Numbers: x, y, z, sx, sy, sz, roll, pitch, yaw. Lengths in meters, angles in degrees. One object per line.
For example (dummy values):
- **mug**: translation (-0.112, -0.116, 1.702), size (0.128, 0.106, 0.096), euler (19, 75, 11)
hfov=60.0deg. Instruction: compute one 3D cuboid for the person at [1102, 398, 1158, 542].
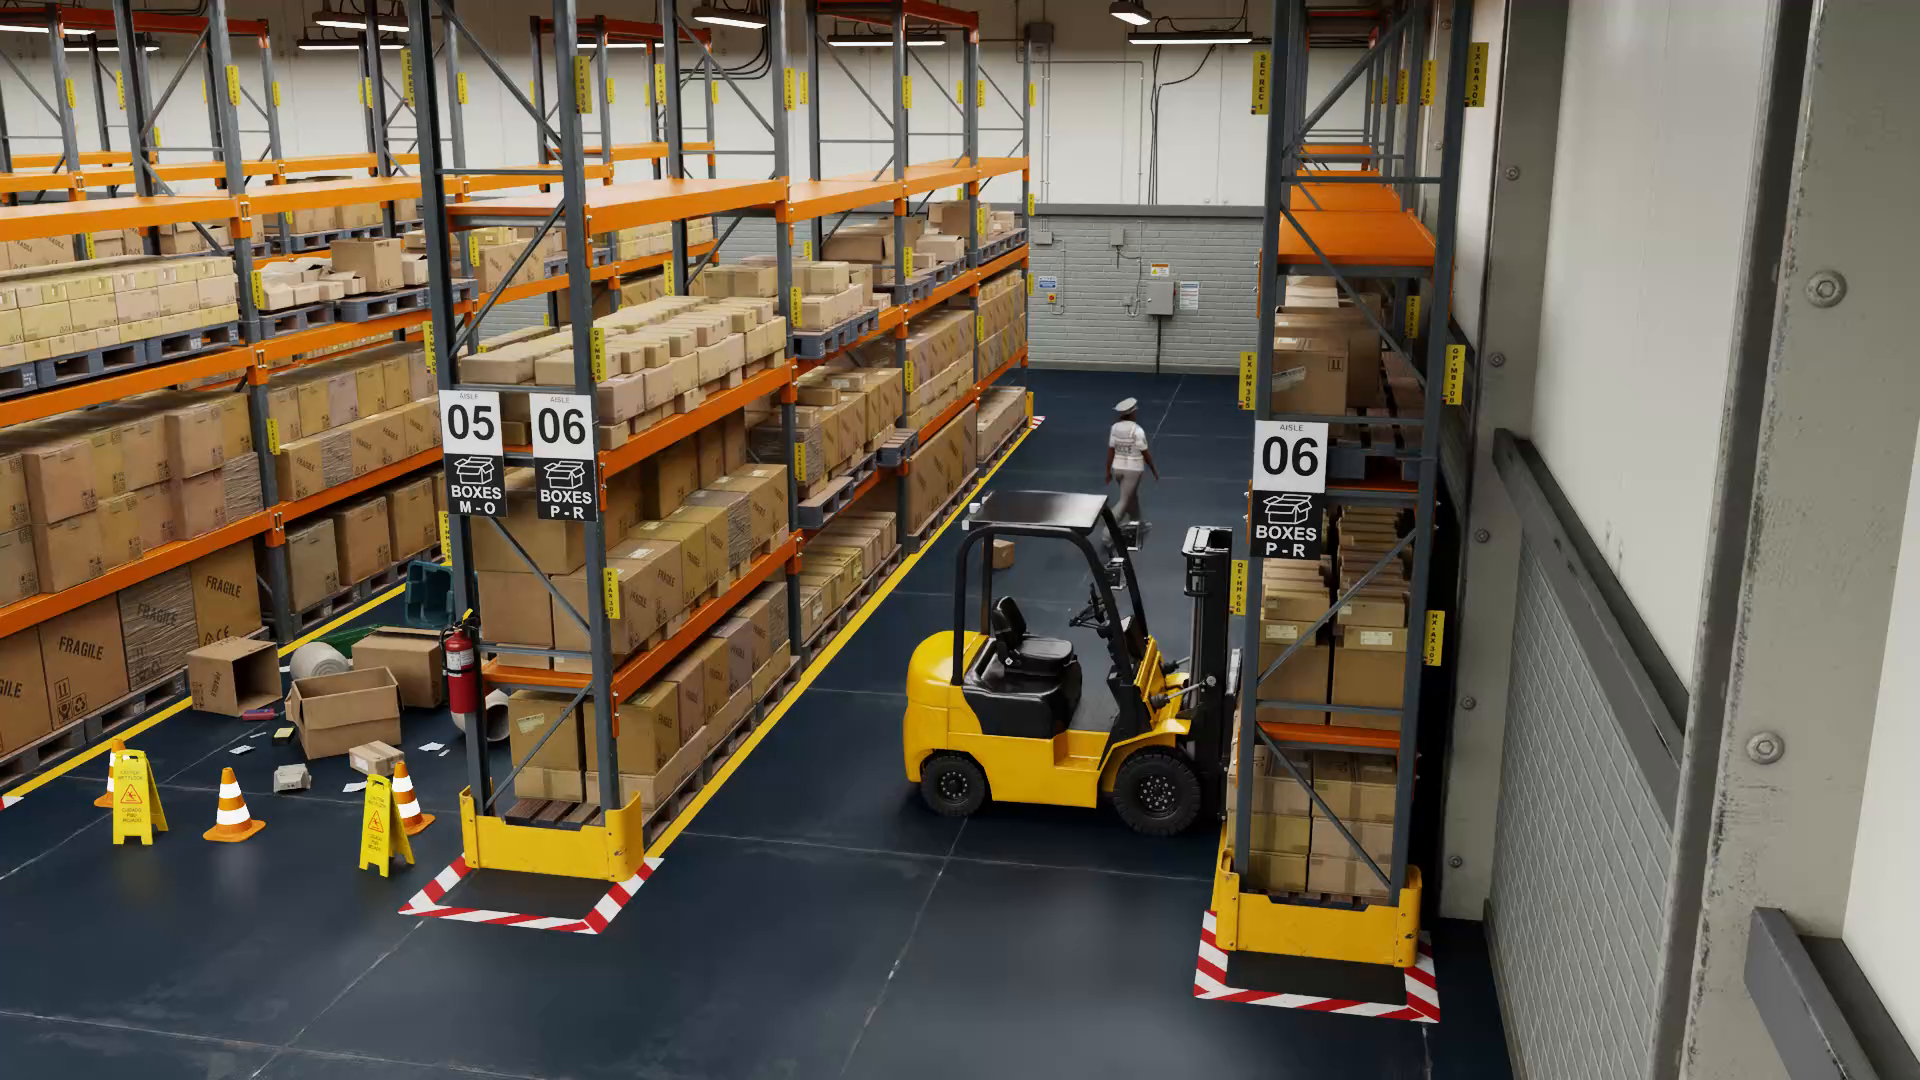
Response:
- **person**: translation (1.974, -0.817, 19.011), size (0.996, 1.633, 0.489), euler (-13, 20, -41)
